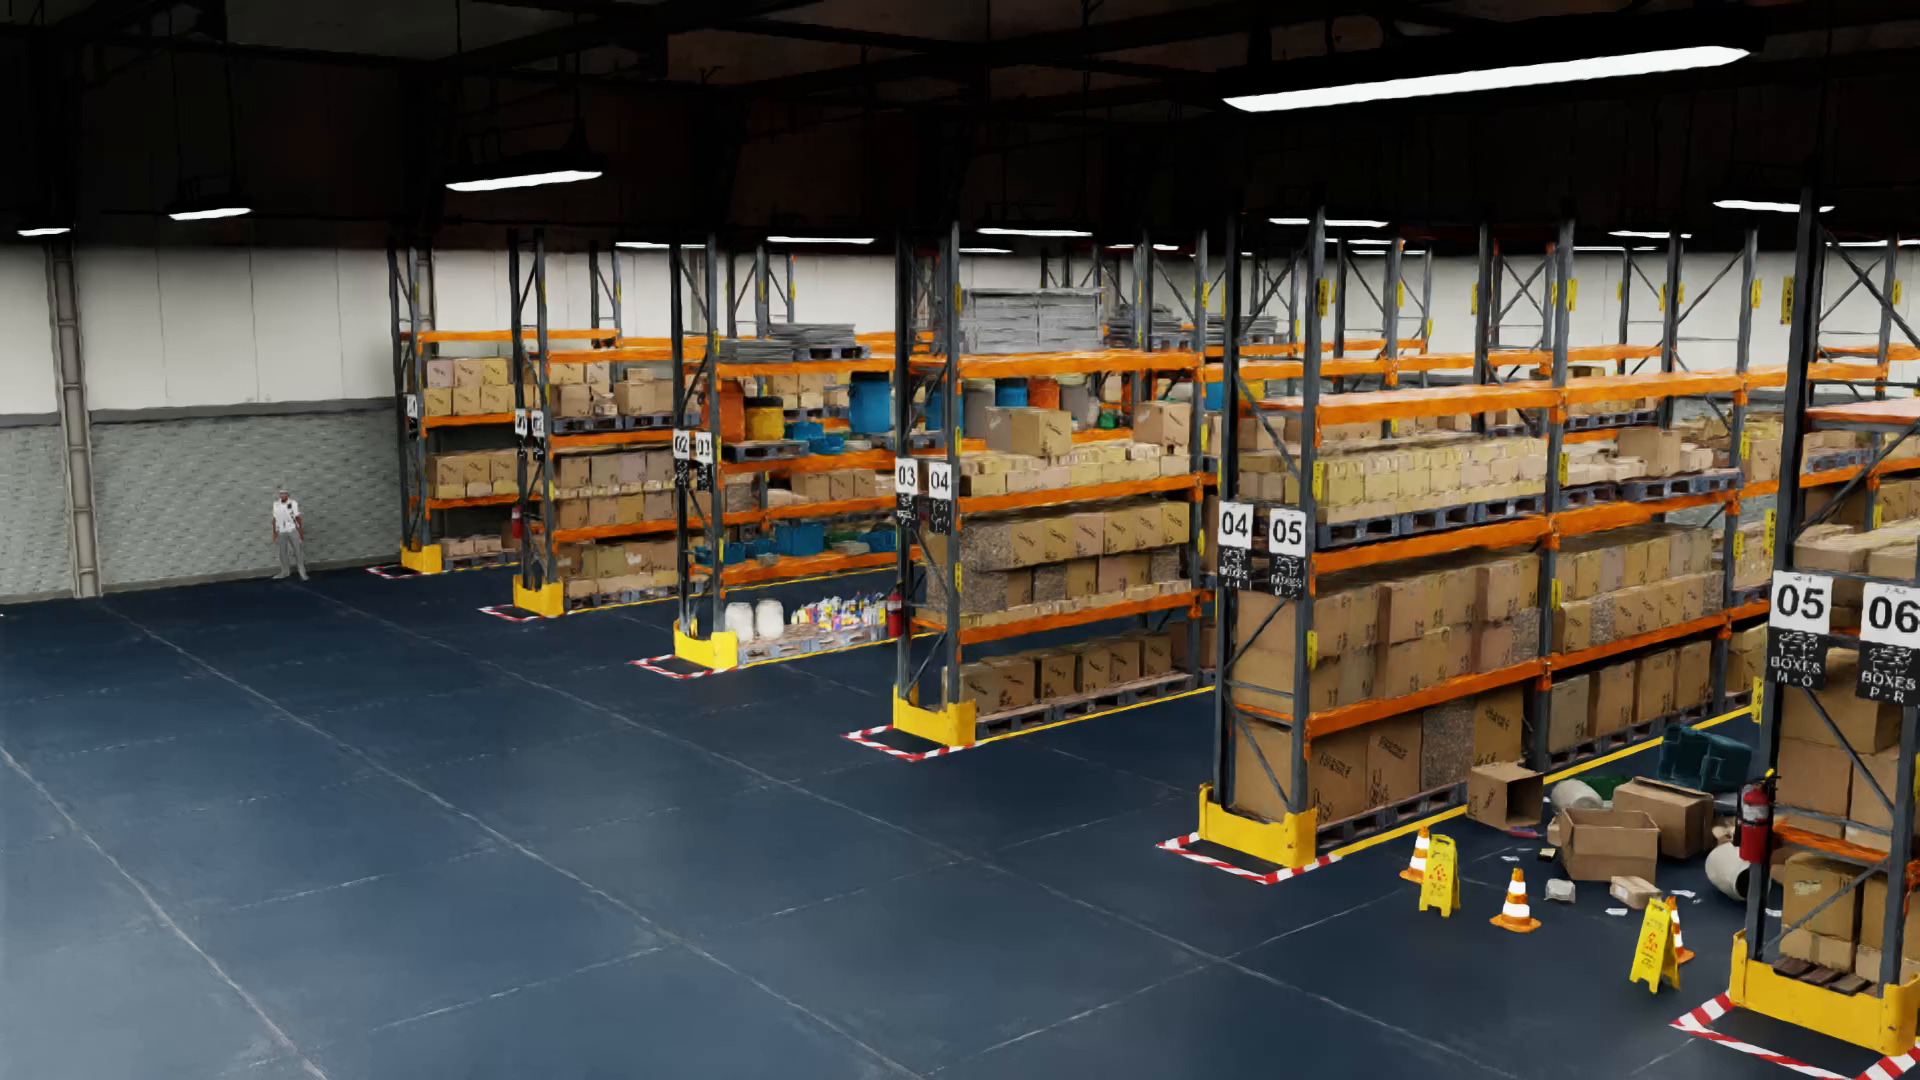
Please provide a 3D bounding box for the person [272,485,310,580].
[{"bbox_3d":[-11.746,-0.140,29.131,0.687,1.675,0.522,-1,9,-7],"label":"person"}]

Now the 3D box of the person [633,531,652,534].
[{"bbox_3d":[-5.703,-0.272,29.904,0.549,1.735,0.689,-8,12,-42],"label":"person"}]
